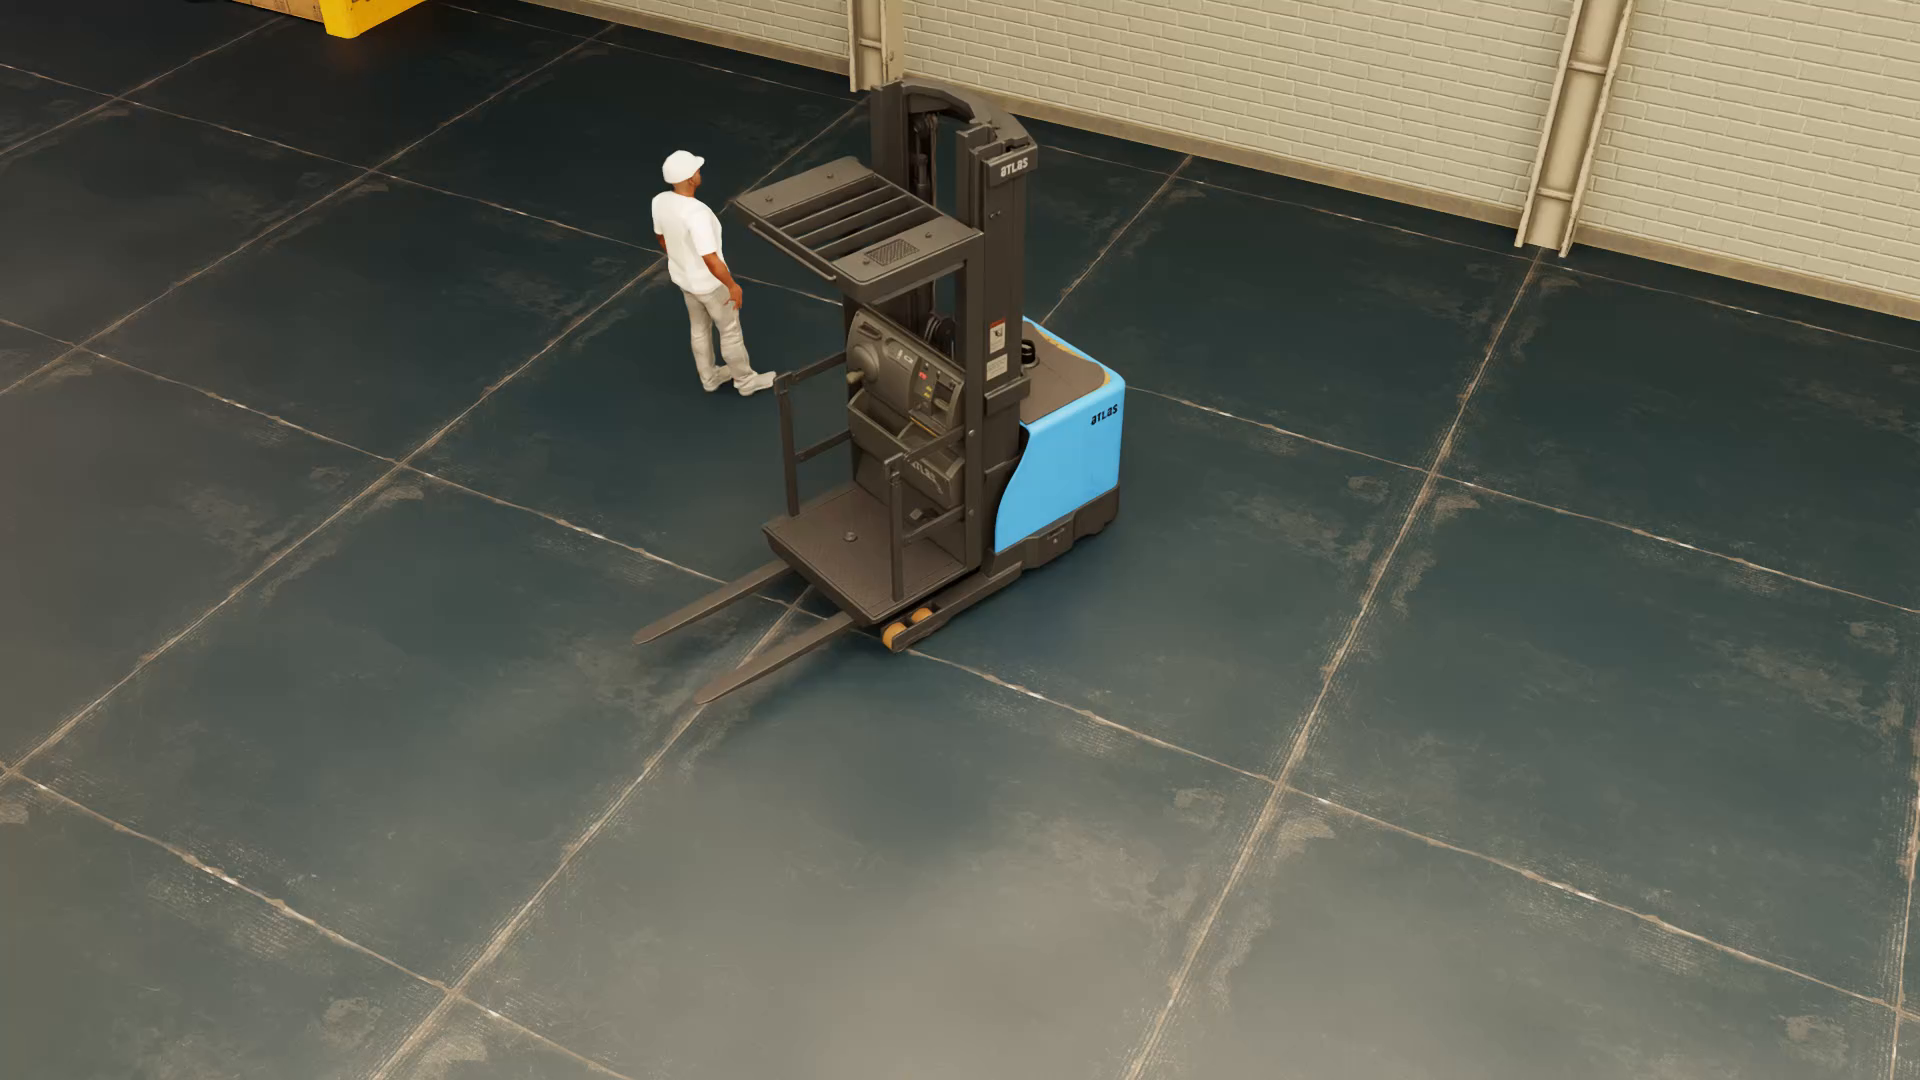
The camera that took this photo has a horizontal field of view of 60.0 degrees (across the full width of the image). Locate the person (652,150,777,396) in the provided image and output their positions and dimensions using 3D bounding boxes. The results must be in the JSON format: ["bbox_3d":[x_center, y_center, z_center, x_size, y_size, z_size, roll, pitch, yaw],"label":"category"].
[{"bbox_3d":[-1.642,-1.769,10.987,0.691,1.770,0.573,32,50,32],"label":"person"}]

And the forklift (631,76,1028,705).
[{"bbox_3d":[-0.468,-0.869,9.018,3.031,2.935,1.121,-29,48,-30],"label":"forklift"}]
